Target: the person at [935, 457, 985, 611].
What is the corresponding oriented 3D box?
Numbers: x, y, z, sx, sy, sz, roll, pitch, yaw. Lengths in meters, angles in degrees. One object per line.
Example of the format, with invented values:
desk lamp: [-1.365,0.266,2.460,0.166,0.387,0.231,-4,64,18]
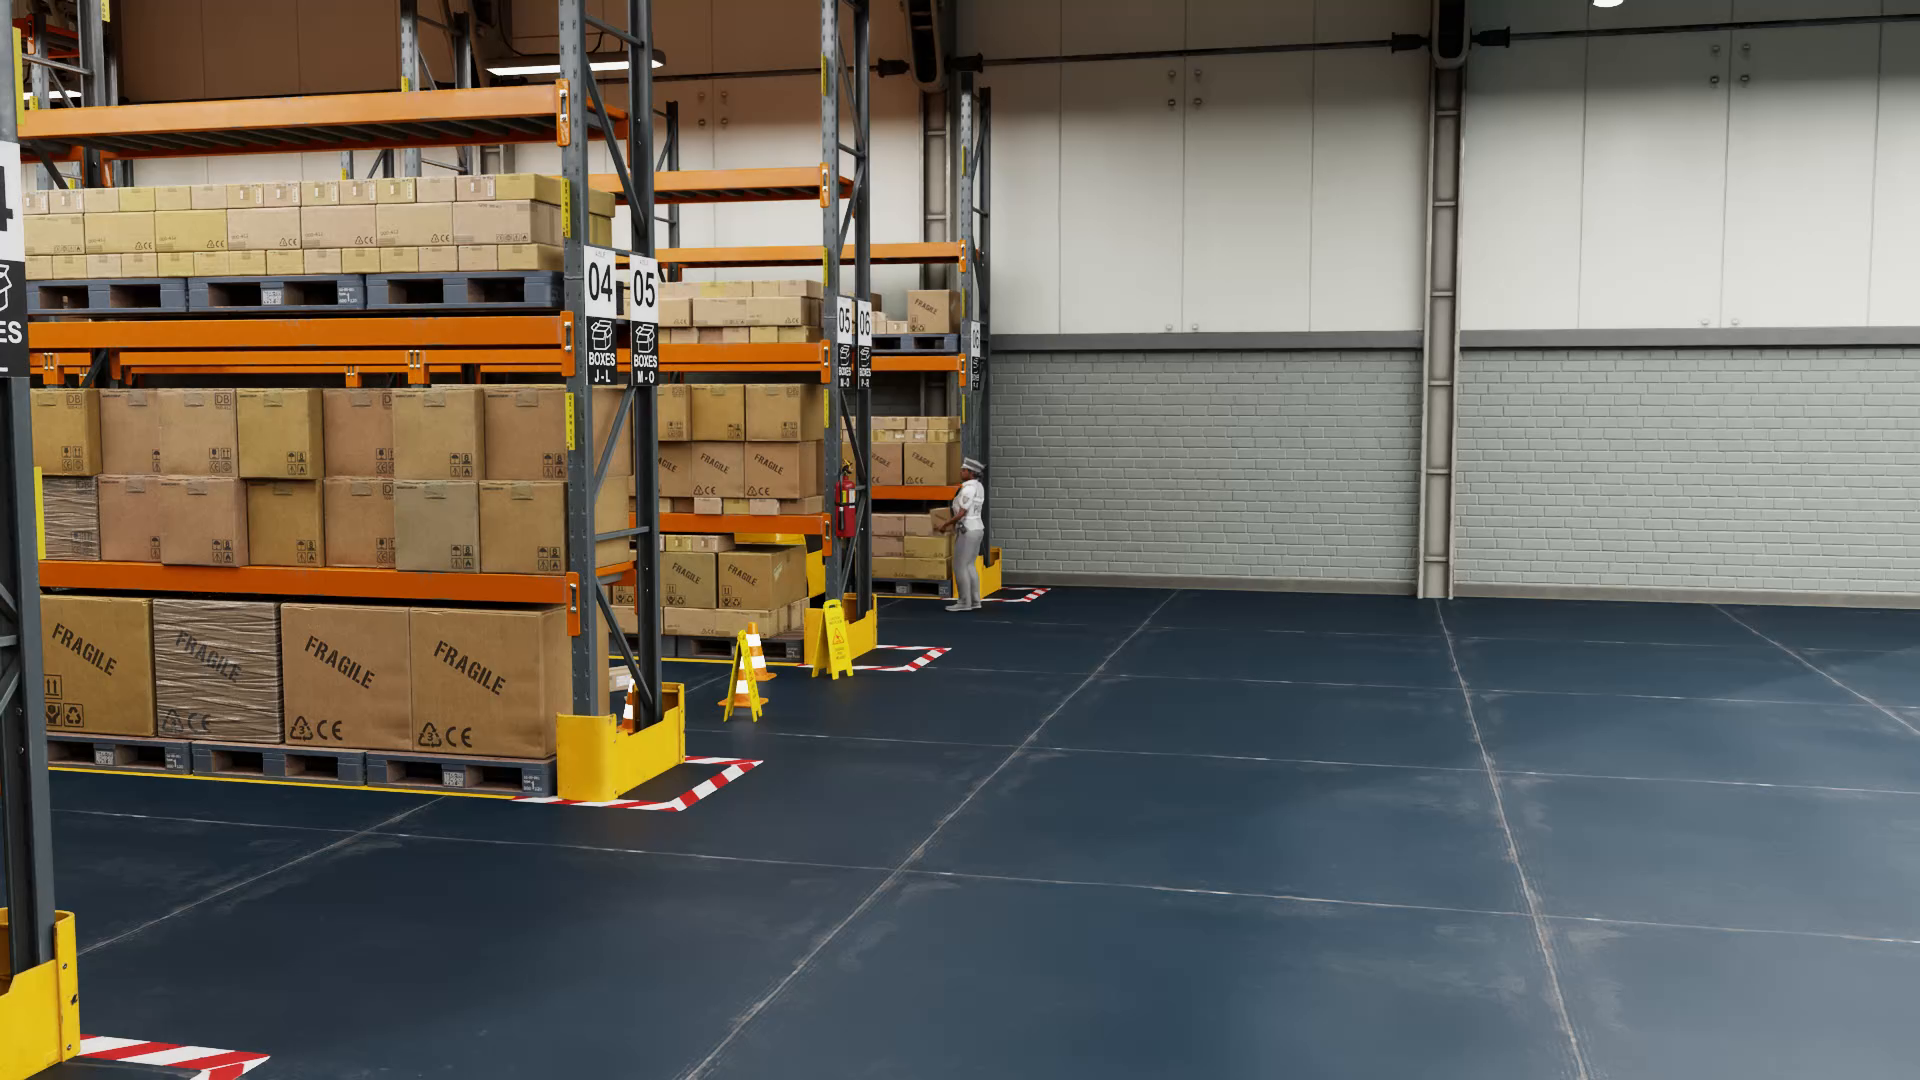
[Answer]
person: [0.015,-0.066,18.210,0.531,1.683,0.451,1,5,15]
